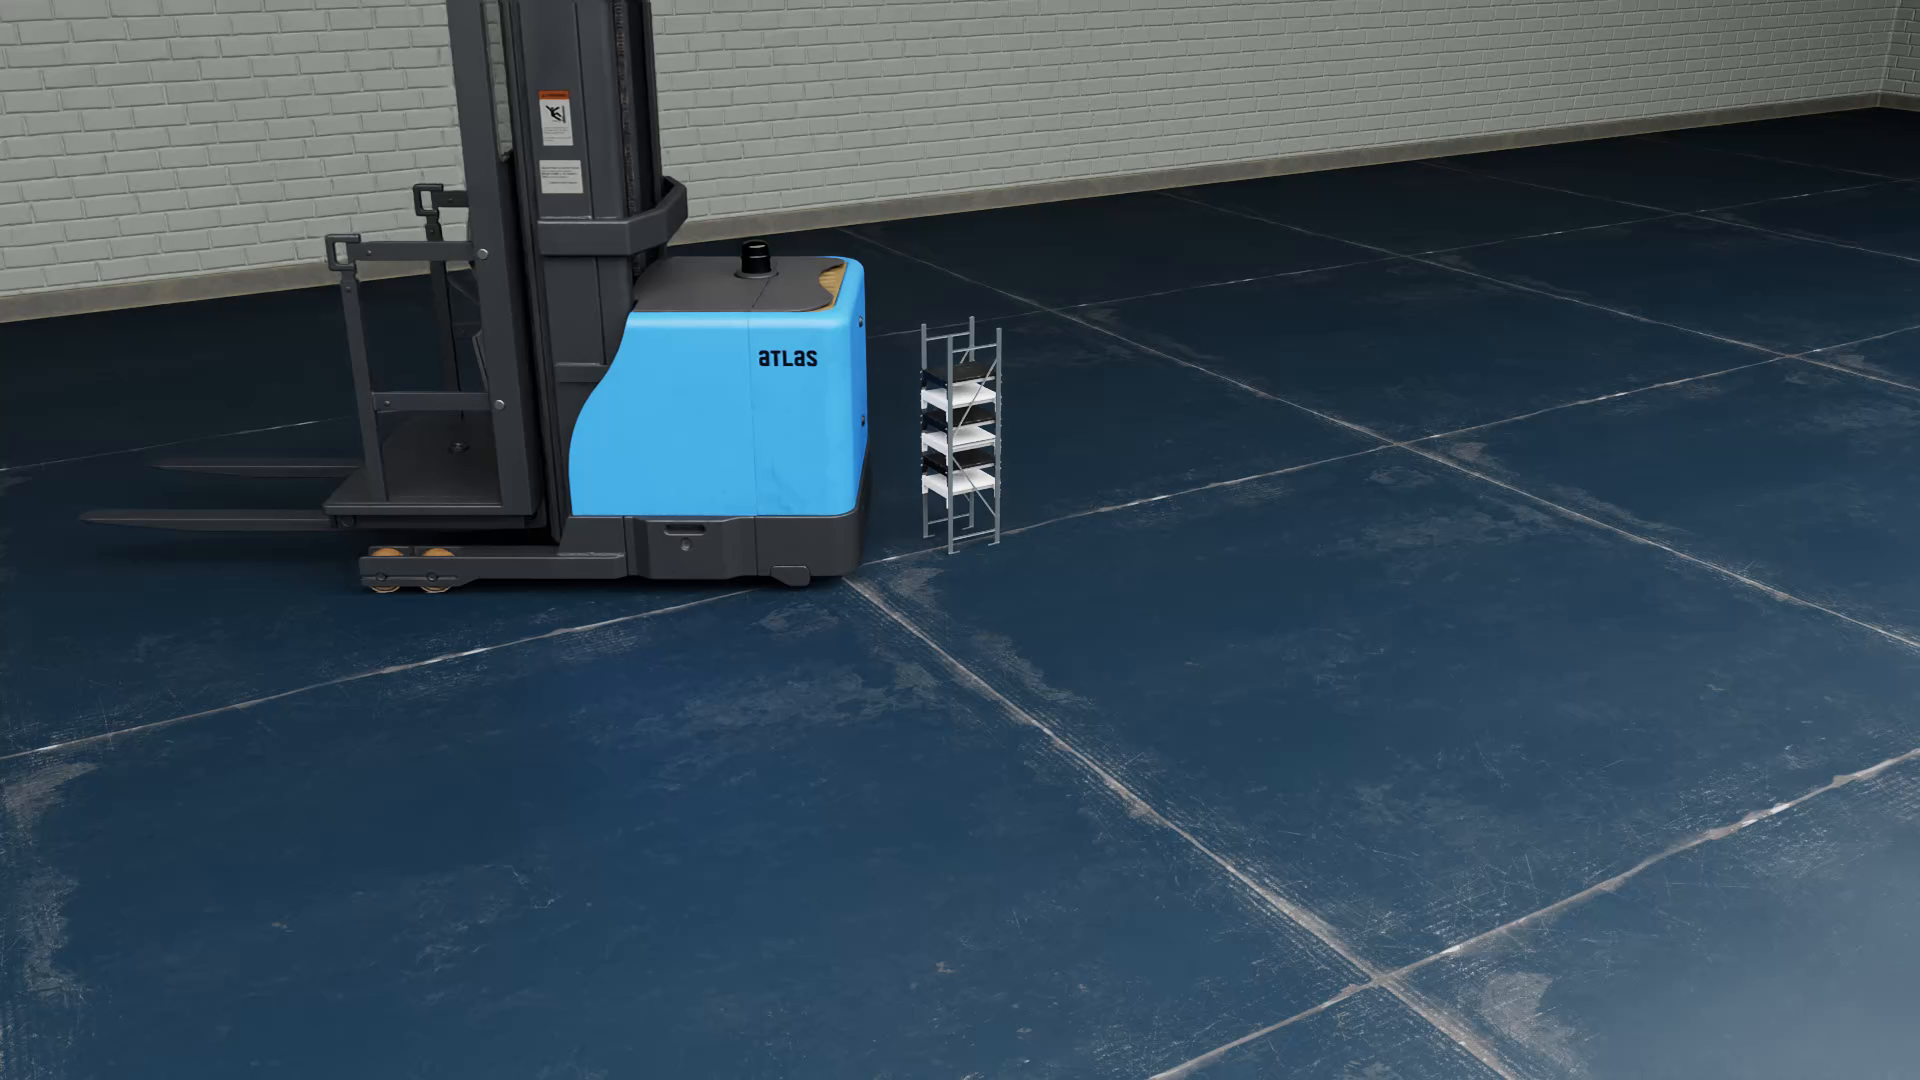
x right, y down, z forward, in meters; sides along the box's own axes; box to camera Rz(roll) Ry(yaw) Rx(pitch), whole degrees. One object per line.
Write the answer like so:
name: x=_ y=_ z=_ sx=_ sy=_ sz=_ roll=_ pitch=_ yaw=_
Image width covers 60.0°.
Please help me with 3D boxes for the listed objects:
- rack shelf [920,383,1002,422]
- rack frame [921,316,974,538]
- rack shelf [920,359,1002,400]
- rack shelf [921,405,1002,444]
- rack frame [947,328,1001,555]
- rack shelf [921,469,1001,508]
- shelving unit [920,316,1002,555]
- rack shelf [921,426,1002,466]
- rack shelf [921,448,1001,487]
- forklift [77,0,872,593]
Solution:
rack shelf: x=0.004 y=-0.550 z=6.580 sx=0.258 sy=0.077 sz=0.200 roll=-13 pitch=25 yaw=-28
rack frame: x=-0.048 y=-0.447 z=6.717 sx=0.240 sy=0.900 sz=0.006 roll=-13 pitch=25 yaw=-28
rack shelf: x=0.004 y=-0.633 z=6.546 sx=0.258 sy=0.077 sz=0.200 roll=-13 pitch=25 yaw=-28
rack shelf: x=0.004 y=-0.467 z=6.614 sx=0.258 sy=0.077 sz=0.200 roll=-13 pitch=25 yaw=-28
rack frame: x=0.056 y=-0.381 z=6.555 sx=0.240 sy=0.900 sz=0.006 roll=-13 pitch=25 yaw=-28
rack shelf: x=0.004 y=-0.217 z=6.716 sx=0.258 sy=0.077 sz=0.200 roll=-13 pitch=25 yaw=-28
shelving unit: x=0.004 y=-0.414 z=6.636 sx=0.258 sy=0.900 sz=0.210 roll=-13 pitch=25 yaw=-28
rack shelf: x=0.004 y=-0.383 z=6.648 sx=0.258 sy=0.077 sz=0.200 roll=-13 pitch=25 yaw=-28
rack shelf: x=0.004 y=-0.300 z=6.682 sx=0.258 sy=0.077 sz=0.200 roll=-13 pitch=25 yaw=-28
forklift: x=-1.897 y=-1.355 z=6.252 sx=3.031 sy=2.935 sz=1.130 roll=0 pitch=22 yaw=0
